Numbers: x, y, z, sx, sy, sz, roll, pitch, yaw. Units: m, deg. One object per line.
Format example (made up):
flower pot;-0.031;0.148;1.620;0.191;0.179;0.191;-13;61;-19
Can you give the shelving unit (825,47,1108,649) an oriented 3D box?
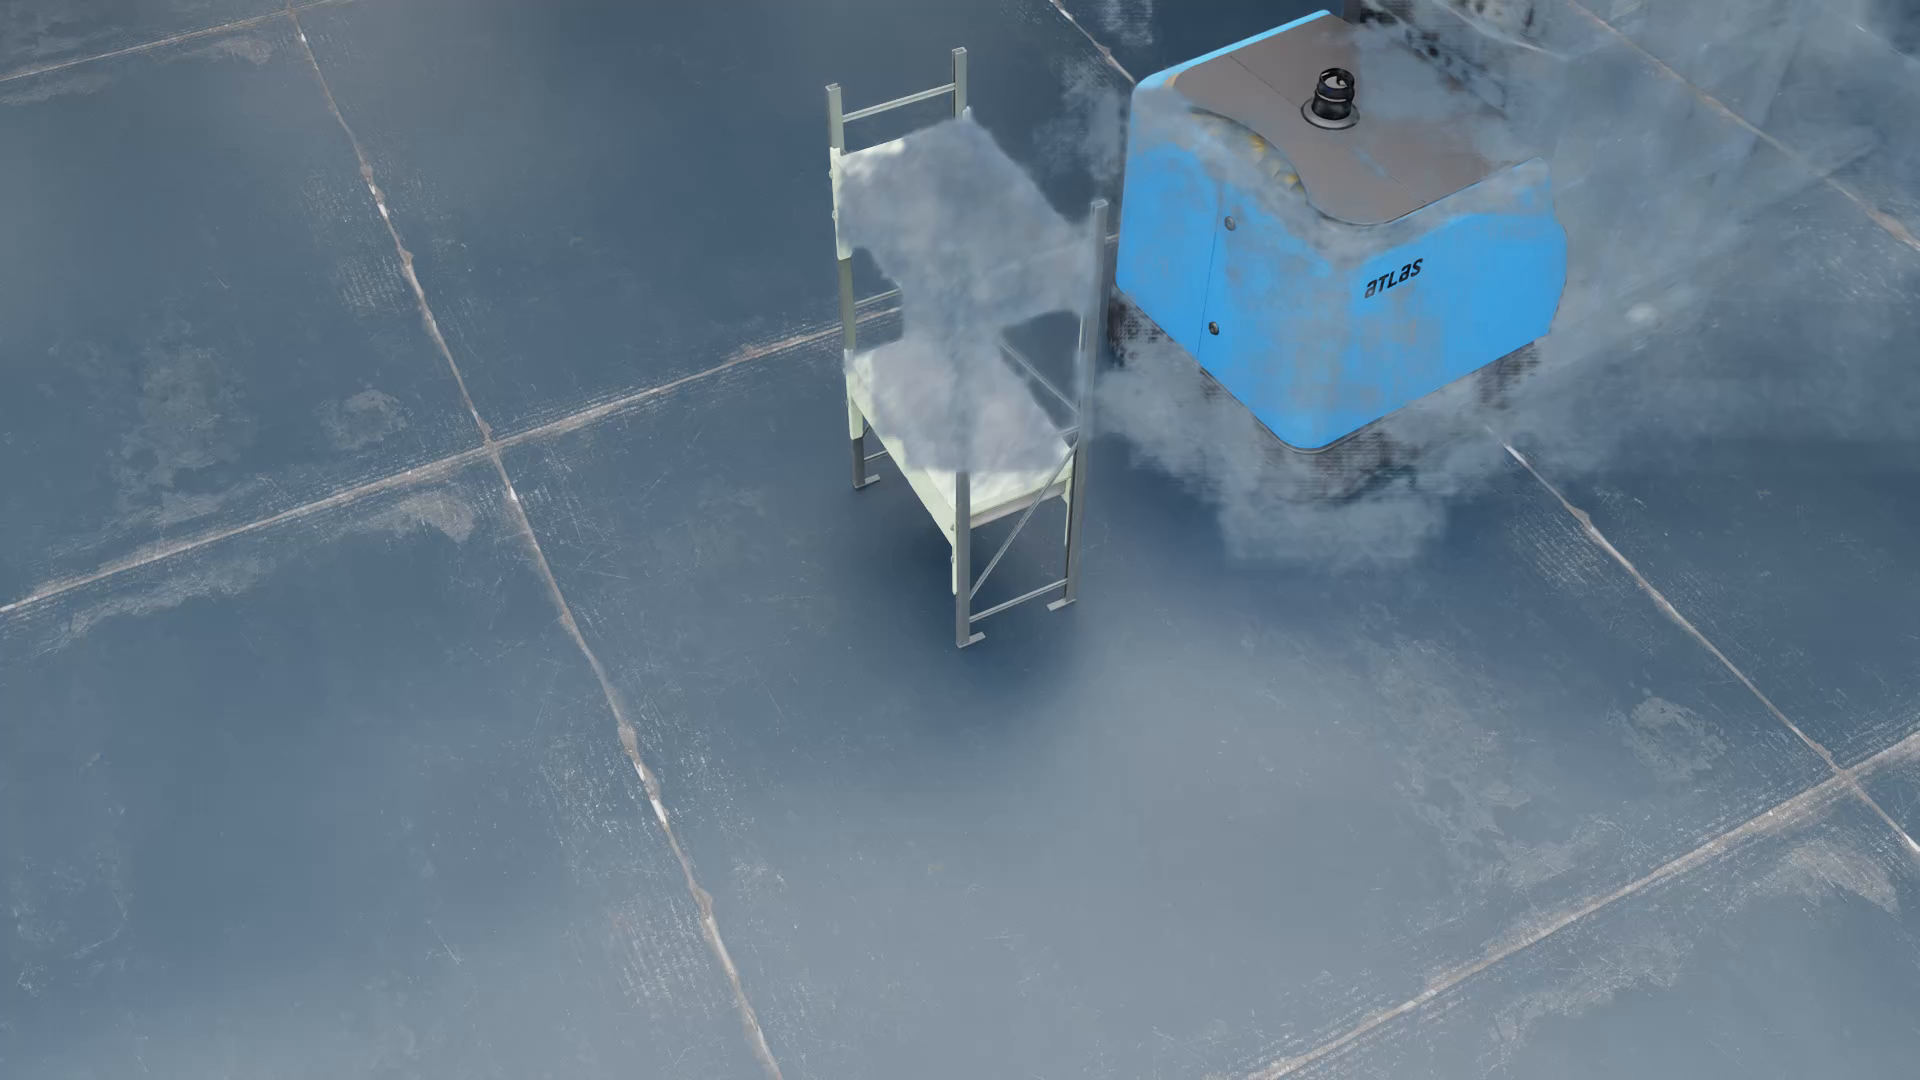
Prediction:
shelving unit;0.003;-0.489;4.682;0.431;1.500;0.755;-21;52;-18

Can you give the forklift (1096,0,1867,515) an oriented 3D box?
forklift;1.963;-1.911;4.974;3.031;2.935;1.130;-26;54;-21

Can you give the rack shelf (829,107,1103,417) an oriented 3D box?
rack shelf;0.003;-0.746;4.388;0.431;0.370;0.720;-21;52;-18

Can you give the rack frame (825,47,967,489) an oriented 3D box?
rack frame;-0.164;-0.734;4.896;0.400;1.500;0.023;-21;52;-18

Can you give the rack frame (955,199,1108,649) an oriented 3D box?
rack frame;0.171;-0.244;4.467;0.400;1.500;0.023;-21;52;-18

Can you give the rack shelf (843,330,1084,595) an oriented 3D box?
rack shelf;0.003;-0.275;4.927;0.431;0.370;0.720;-21;52;-18
